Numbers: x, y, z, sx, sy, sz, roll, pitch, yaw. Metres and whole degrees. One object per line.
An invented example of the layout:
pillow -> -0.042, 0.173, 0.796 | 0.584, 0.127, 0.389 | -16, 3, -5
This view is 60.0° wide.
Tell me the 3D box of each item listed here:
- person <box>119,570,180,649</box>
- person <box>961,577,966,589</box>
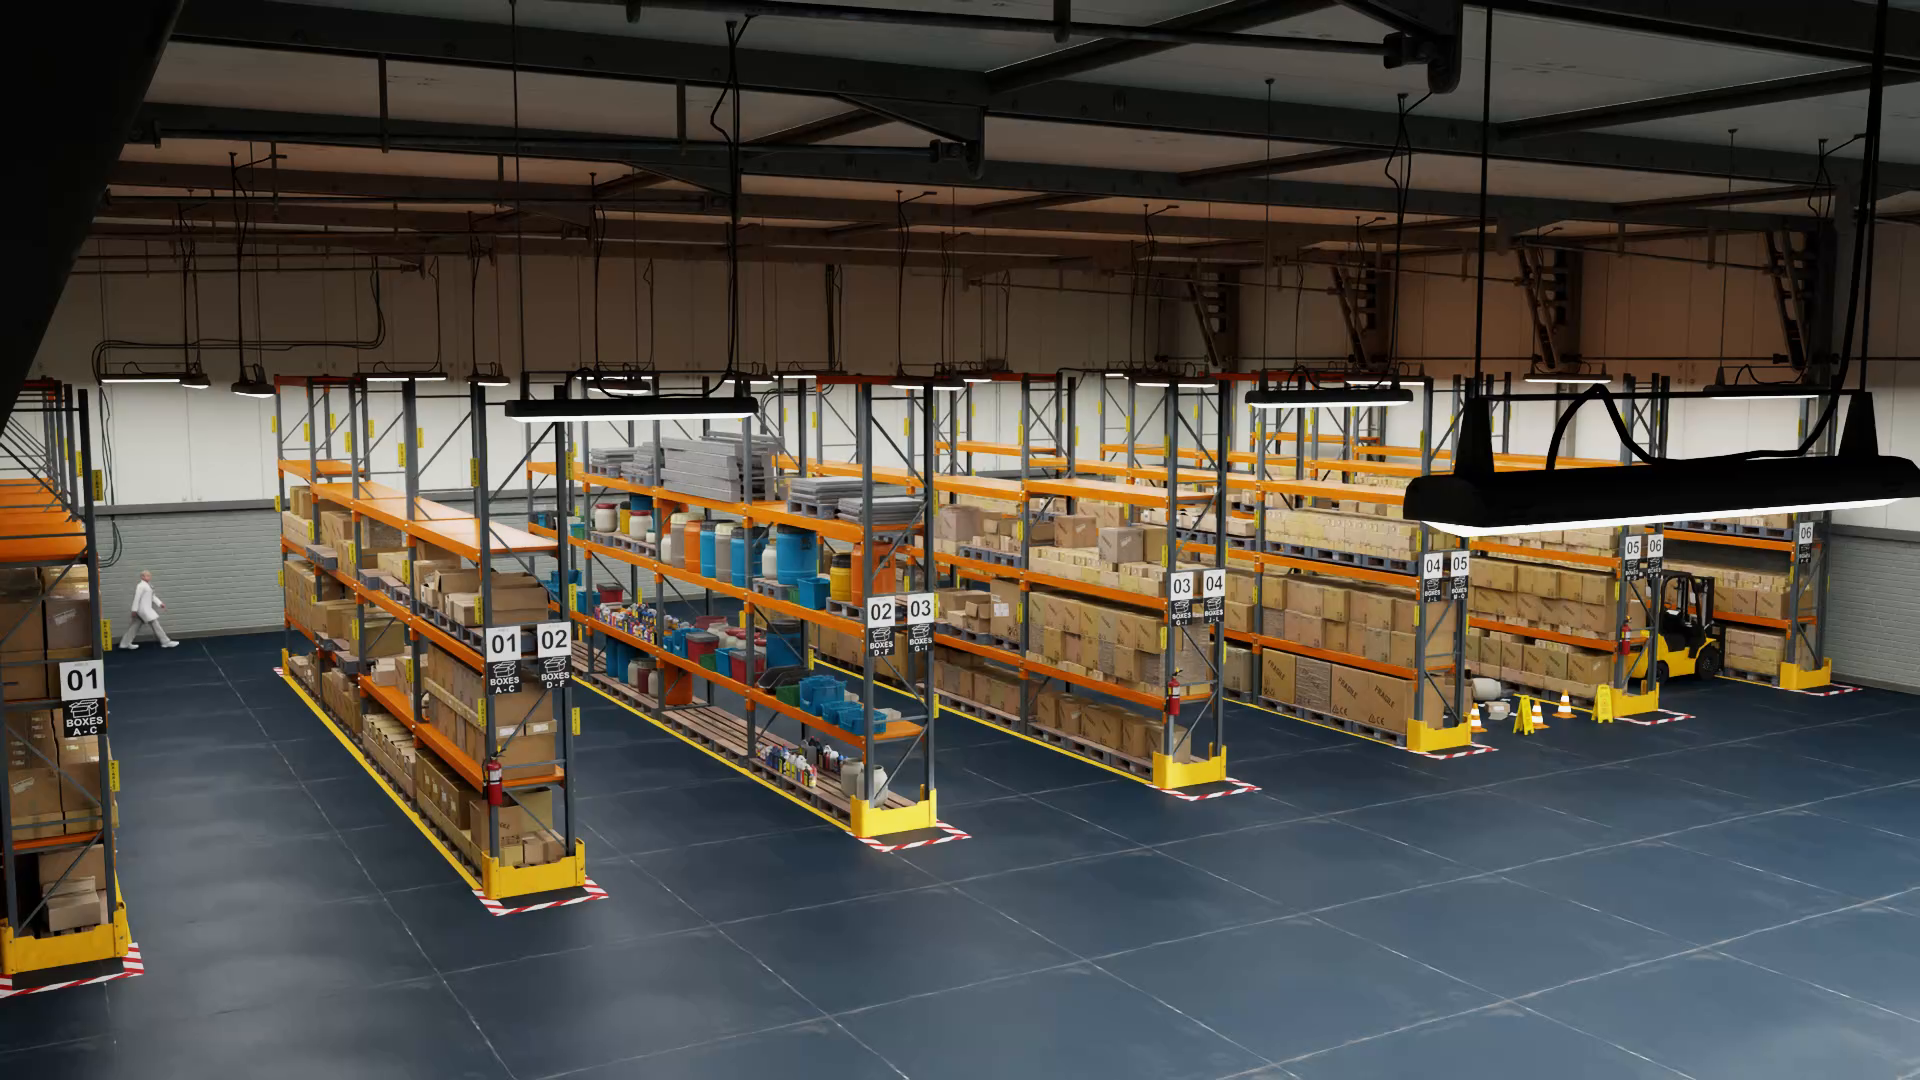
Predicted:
person -> -17.646, 1.504, 36.121 | 1.186, 1.702, 0.536 | -3, 7, -26
person -> 0.147, 0.451, 45.607 | 0.587, 1.758, 0.832 | 3, 7, 24
